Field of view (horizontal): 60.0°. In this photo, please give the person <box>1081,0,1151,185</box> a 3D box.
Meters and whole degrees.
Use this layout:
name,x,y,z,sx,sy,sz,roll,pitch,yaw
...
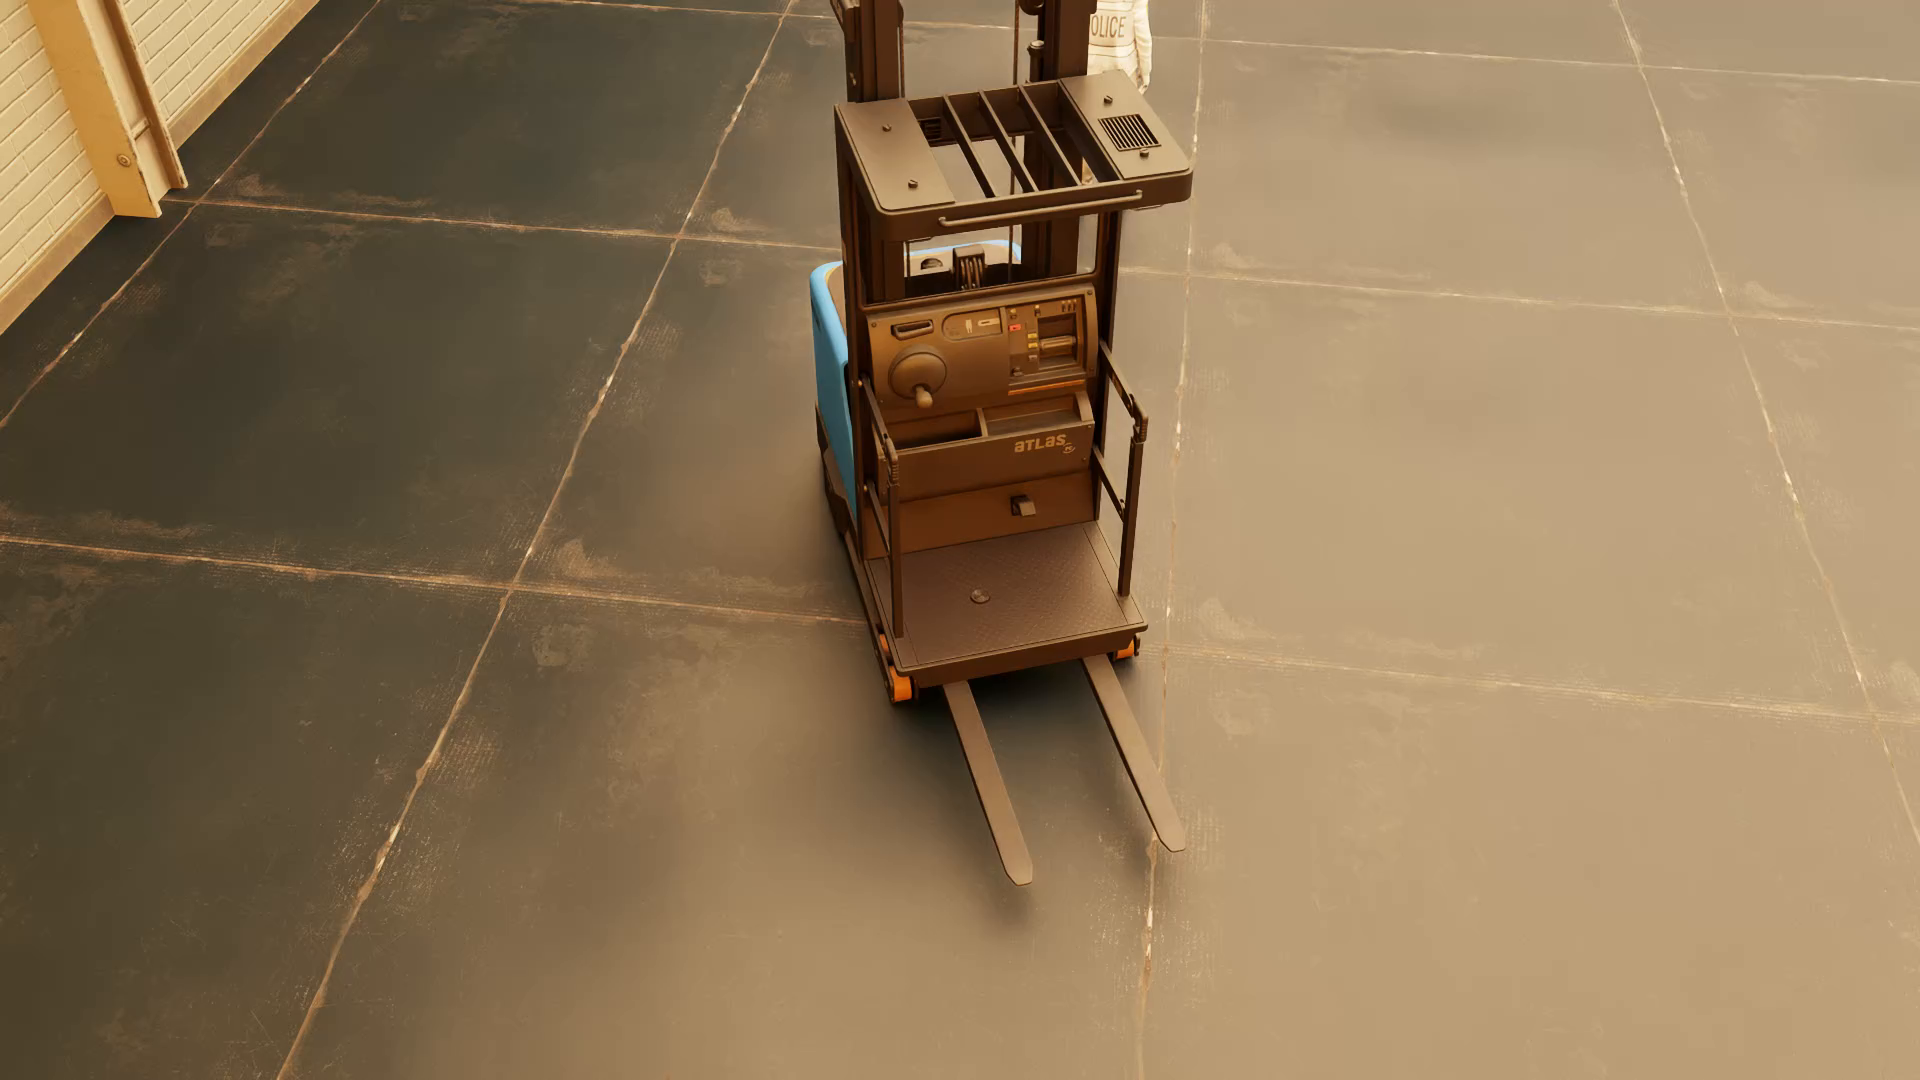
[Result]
name,x,y,z,sx,sy,sz,roll,pitch,yaw
person,0.843,-2.722,9.627,0.535,1.662,0.374,9,43,10

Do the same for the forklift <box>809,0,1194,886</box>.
name,x,y,z,sx,sy,sz,roll,pitch,yaw
forklift,0.153,-0.681,6.465,1.130,2.935,3.031,-10,44,-11
